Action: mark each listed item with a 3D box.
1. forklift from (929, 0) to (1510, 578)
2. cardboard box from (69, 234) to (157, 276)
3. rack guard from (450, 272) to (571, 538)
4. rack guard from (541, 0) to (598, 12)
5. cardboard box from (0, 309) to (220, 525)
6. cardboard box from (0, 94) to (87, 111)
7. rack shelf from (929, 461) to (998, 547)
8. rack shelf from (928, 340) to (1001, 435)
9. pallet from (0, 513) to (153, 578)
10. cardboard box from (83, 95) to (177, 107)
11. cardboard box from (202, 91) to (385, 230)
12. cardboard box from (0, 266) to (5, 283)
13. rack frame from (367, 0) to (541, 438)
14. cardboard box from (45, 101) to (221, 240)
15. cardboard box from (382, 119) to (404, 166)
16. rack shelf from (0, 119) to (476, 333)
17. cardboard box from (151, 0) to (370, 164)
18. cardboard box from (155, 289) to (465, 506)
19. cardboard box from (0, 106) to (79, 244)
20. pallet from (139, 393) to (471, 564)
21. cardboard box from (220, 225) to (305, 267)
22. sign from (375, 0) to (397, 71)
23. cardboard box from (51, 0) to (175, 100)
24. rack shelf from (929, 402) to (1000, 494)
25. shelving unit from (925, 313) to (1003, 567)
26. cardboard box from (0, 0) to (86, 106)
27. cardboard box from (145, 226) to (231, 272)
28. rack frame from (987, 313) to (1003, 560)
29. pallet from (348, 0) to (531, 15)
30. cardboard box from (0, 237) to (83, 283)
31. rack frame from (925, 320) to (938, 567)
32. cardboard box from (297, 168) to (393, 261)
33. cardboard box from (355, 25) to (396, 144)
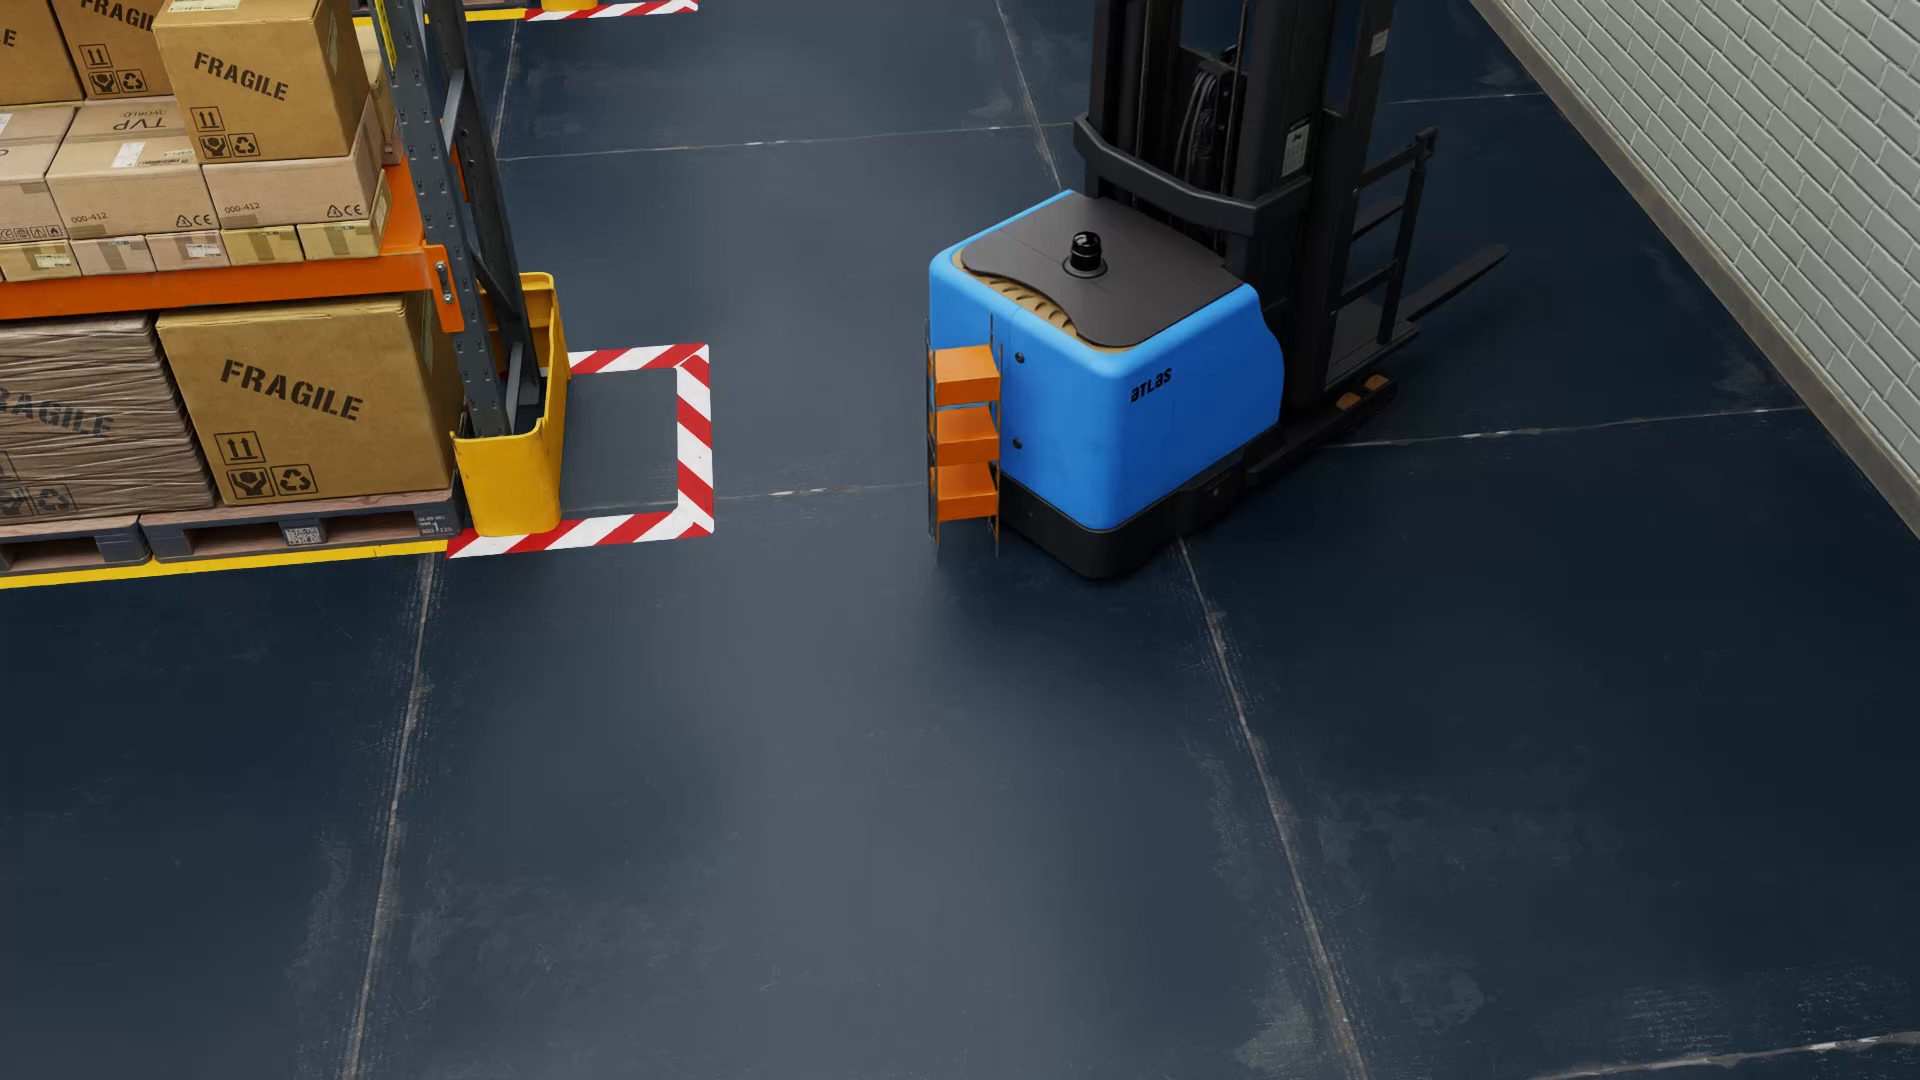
[{"bbox_3d":[1.294,-1.799,6.556,3.031,2.935,1.130,-31,51,-30],"label":"forklift"},{"bbox_3d":[-2.971,-1.111,5.930,0.250,0.149,0.380,-4,42,-5],"label":"cardboard box"},{"bbox_3d":[-1.881,-0.594,7.035,0.348,0.500,1.175,-5,42,-6],"label":"rack guard"},{"bbox_3d":[-2.525,-3.892,10.691,0.348,0.500,1.175,-5,42,-6],"label":"rack guard"},{"bbox_3d":[-3.431,-0.699,6.558,0.875,0.875,0.875,-5,42,-6],"label":"cardboard box"},{"bbox_3d":[-3.429,-1.621,6.198,0.500,0.250,0.500,-6,42,-7],"label":"cardboard box"},{"bbox_3d":[0.012,-0.149,6.562,0.240,0.259,0.215,-7,42,-7],"label":"rack shelf"},{"bbox_3d":[0.012,-0.566,6.186,0.240,0.259,0.215,-7,42,-7],"label":"rack shelf"},{"bbox_3d":[-3.895,-0.259,6.880,1.213,0.211,1.003,-5,42,-6],"label":"pallet"},{"bbox_3d":[-2.930,-1.663,6.244,0.500,0.250,0.500,-5,42,-6],"label":"cardboard box"},{"bbox_3d":[-2.351,-1.356,5.904,0.500,0.250,0.500,-6,42,-6],"label":"cardboard box"},{"bbox_3d":[-3.485,-1.064,5.878,0.250,0.149,0.380,-5,42,-5],"label":"cardboard box"},{"bbox_3d":[-1.905,-1.520,6.195,0.127,3.000,1.000,-5,42,-6],"label":"rack frame"},{"bbox_3d":[-2.854,-1.313,5.856,0.500,0.250,0.500,-6,42,-6],"label":"cardboard box"},{"bbox_3d":[-2.300,-1.615,6.488,0.250,0.149,0.380,-5,42,-5],"label":"cardboard box"},{"bbox_3d":[-3.888,-1.079,6.244,4.000,0.370,1.077,-5,42,-6],"label":"rack shelf"},{"bbox_3d":[-2.354,-1.636,5.654,0.500,0.500,0.500,-5,42,-5],"label":"cardboard box"},{"bbox_3d":[-2.529,-0.778,6.646,0.875,0.875,0.875,-5,42,-6],"label":"cardboard box"},{"bbox_3d":[-3.359,-1.268,5.806,0.500,0.250,0.500,-6,42,-7],"label":"cardboard box"},{"bbox_3d":[-2.688,-0.363,6.995,1.213,0.211,1.003,-5,42,-6],"label":"pallet"},{"bbox_3d":[-2.473,-1.153,5.977,0.250,0.149,0.380,-5,42,-5],"label":"cardboard box"},{"bbox_3d":[-1.848,-1.676,5.327,0.005,0.325,0.100,-5,42,-6],"label":"sign"},{"bbox_3d":[-2.912,-1.947,5.999,0.500,0.500,0.500,-6,42,-7],"label":"cardboard box"},{"bbox_3d":[0.012,-0.356,6.376,0.240,0.259,0.215,-7,42,-7],"label":"rack shelf"},{"bbox_3d":[0.012,-0.364,6.369,0.252,1.050,0.215,-7,42,-7],"label":"shelving unit"},{"bbox_3d":[-3.425,-1.898,5.945,0.500,0.500,0.500,-6,42,-7],"label":"cardboard box"},{"bbox_3d":[-2.723,-1.132,5.953,0.250,0.149,0.380,-5,42,-5],"label":"cardboard box"},{"bbox_3d":[0.132,-0.378,6.385,0.008,1.050,0.200,-7,42,-7],"label":"rack frame"},{"bbox_3d":[-3.370,-3.728,10.725,1.213,0.211,1.003,-5,42,-6],"label":"pallet"},{"bbox_3d":[-3.228,-1.087,5.903,0.250,0.149,0.380,-6,42,-6],"label":"cardboard box"},{"bbox_3d":[-0.108,-0.349,6.353,0.008,1.050,0.200,-7,42,-7],"label":"rack frame"},{"bbox_3d":[-2.215,-1.177,6.003,0.250,0.149,0.380,-4,42,-5],"label":"cardboard box"},{"bbox_3d":[-2.416,-1.712,6.299,0.500,0.250,0.500,-6,42,-7],"label":"cardboard box"}]
